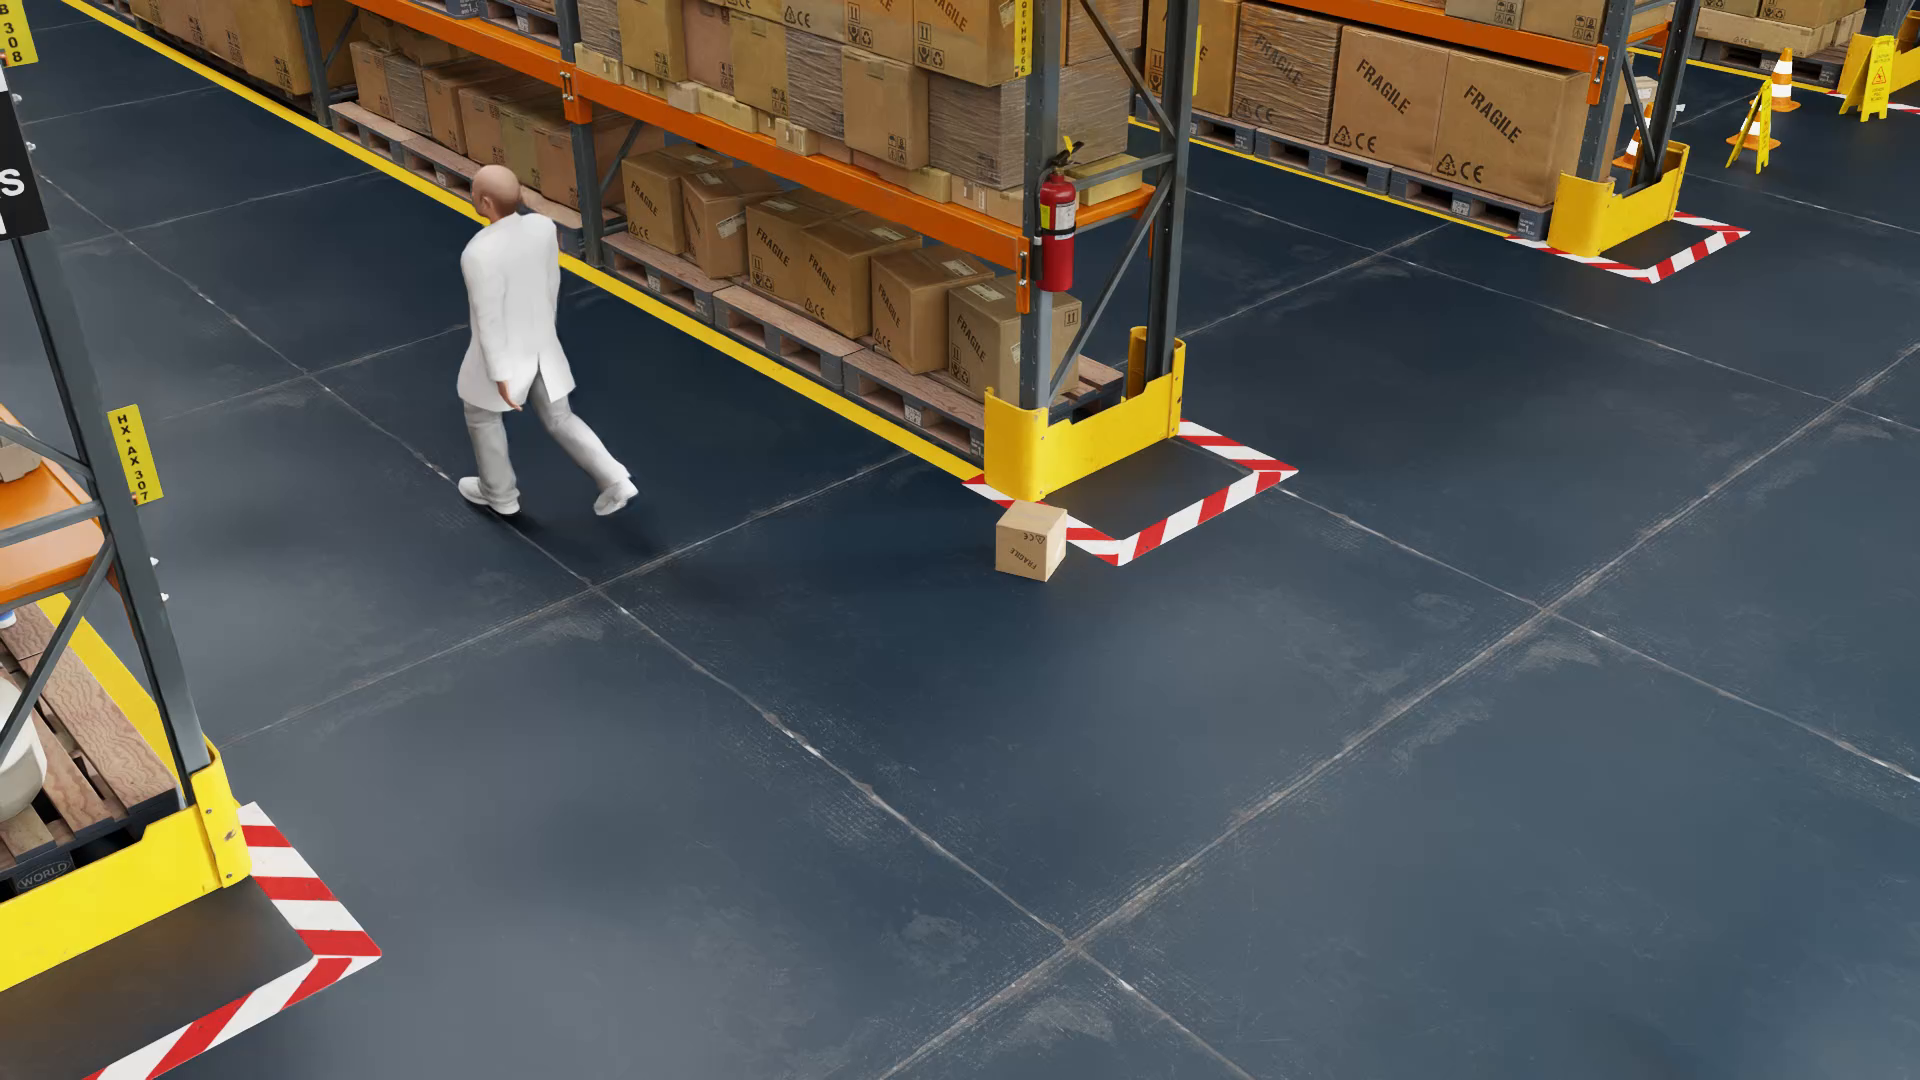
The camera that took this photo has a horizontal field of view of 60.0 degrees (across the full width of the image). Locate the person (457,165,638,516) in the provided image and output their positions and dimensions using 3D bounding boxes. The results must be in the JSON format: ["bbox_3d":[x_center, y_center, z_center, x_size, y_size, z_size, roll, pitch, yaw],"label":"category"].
[{"bbox_3d":[-1.976,-0.860,7.545,1.034,1.737,0.567,20,36,29],"label":"person"}]
